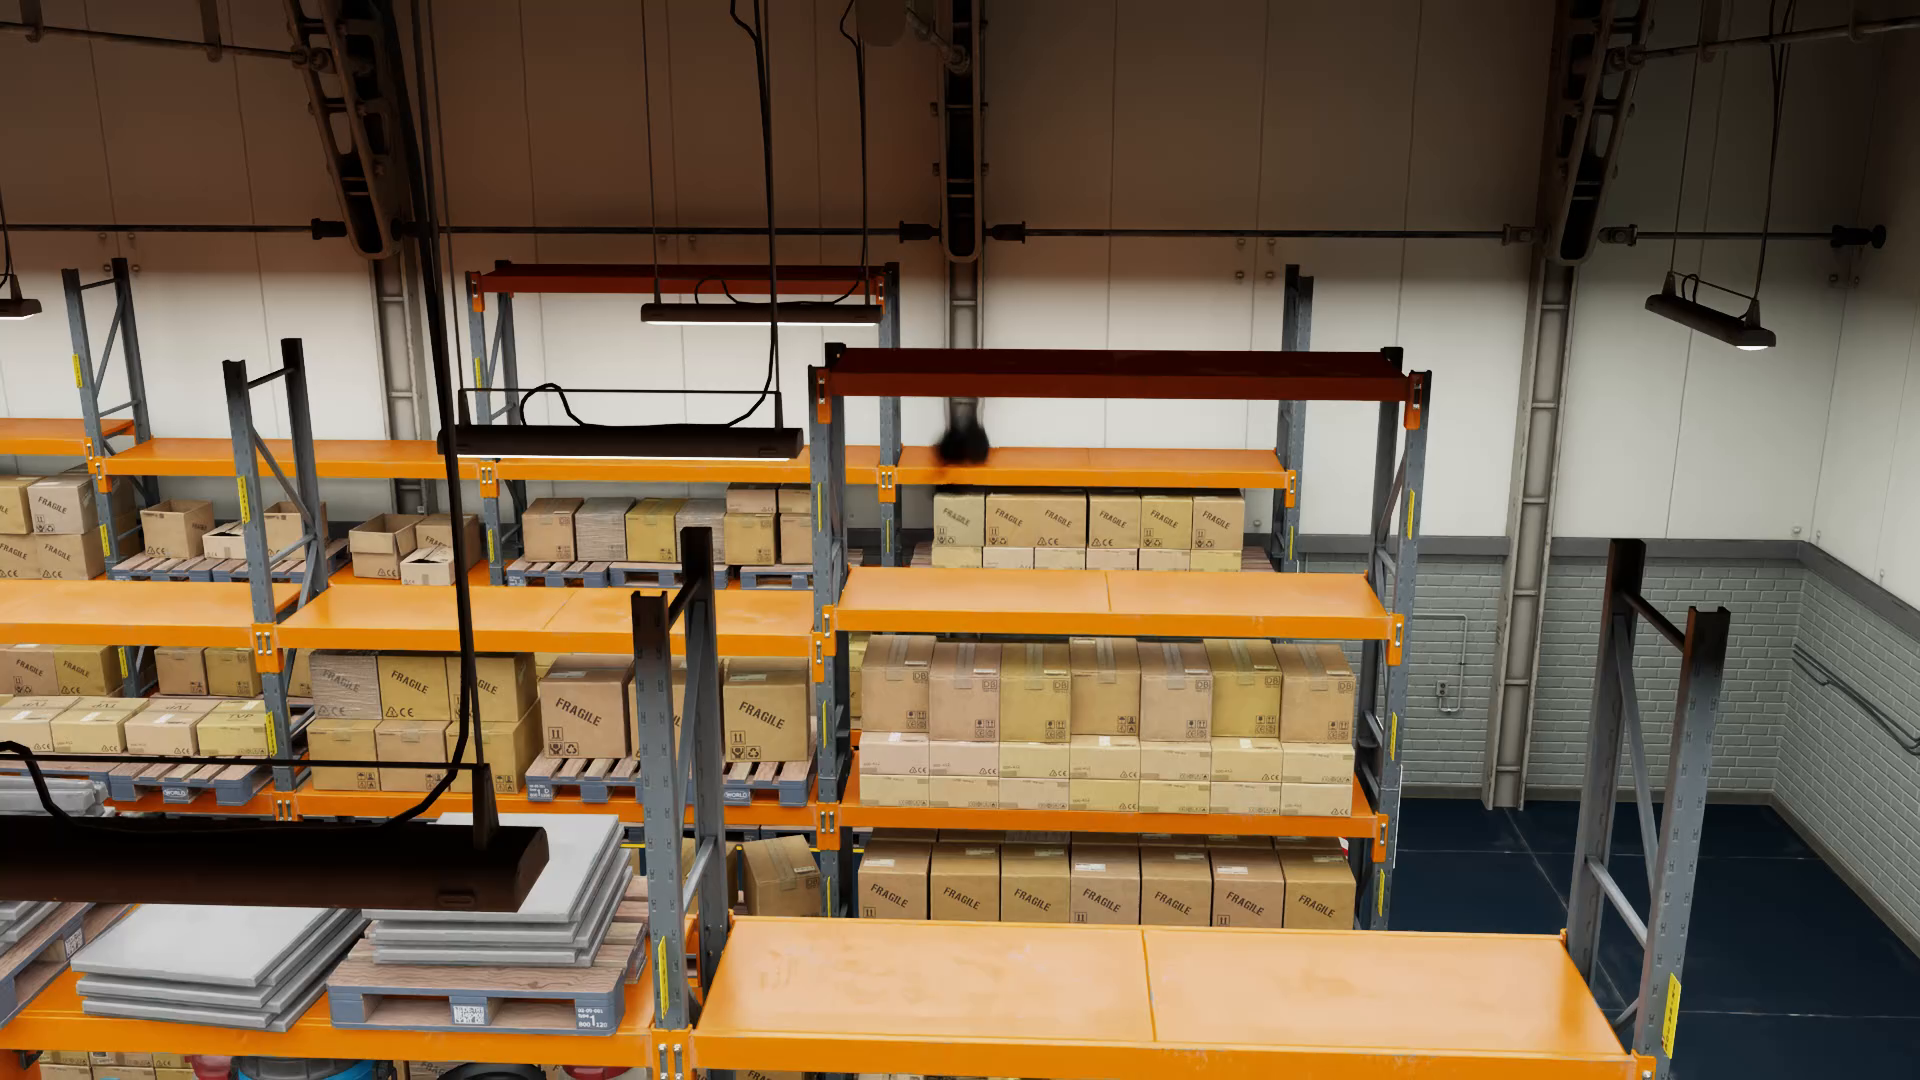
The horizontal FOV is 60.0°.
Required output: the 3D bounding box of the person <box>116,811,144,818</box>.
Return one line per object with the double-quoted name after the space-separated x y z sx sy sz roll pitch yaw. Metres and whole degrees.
-8.059 2.671 16.244 0.855 1.762 0.625 -10 19 -30 "person"
